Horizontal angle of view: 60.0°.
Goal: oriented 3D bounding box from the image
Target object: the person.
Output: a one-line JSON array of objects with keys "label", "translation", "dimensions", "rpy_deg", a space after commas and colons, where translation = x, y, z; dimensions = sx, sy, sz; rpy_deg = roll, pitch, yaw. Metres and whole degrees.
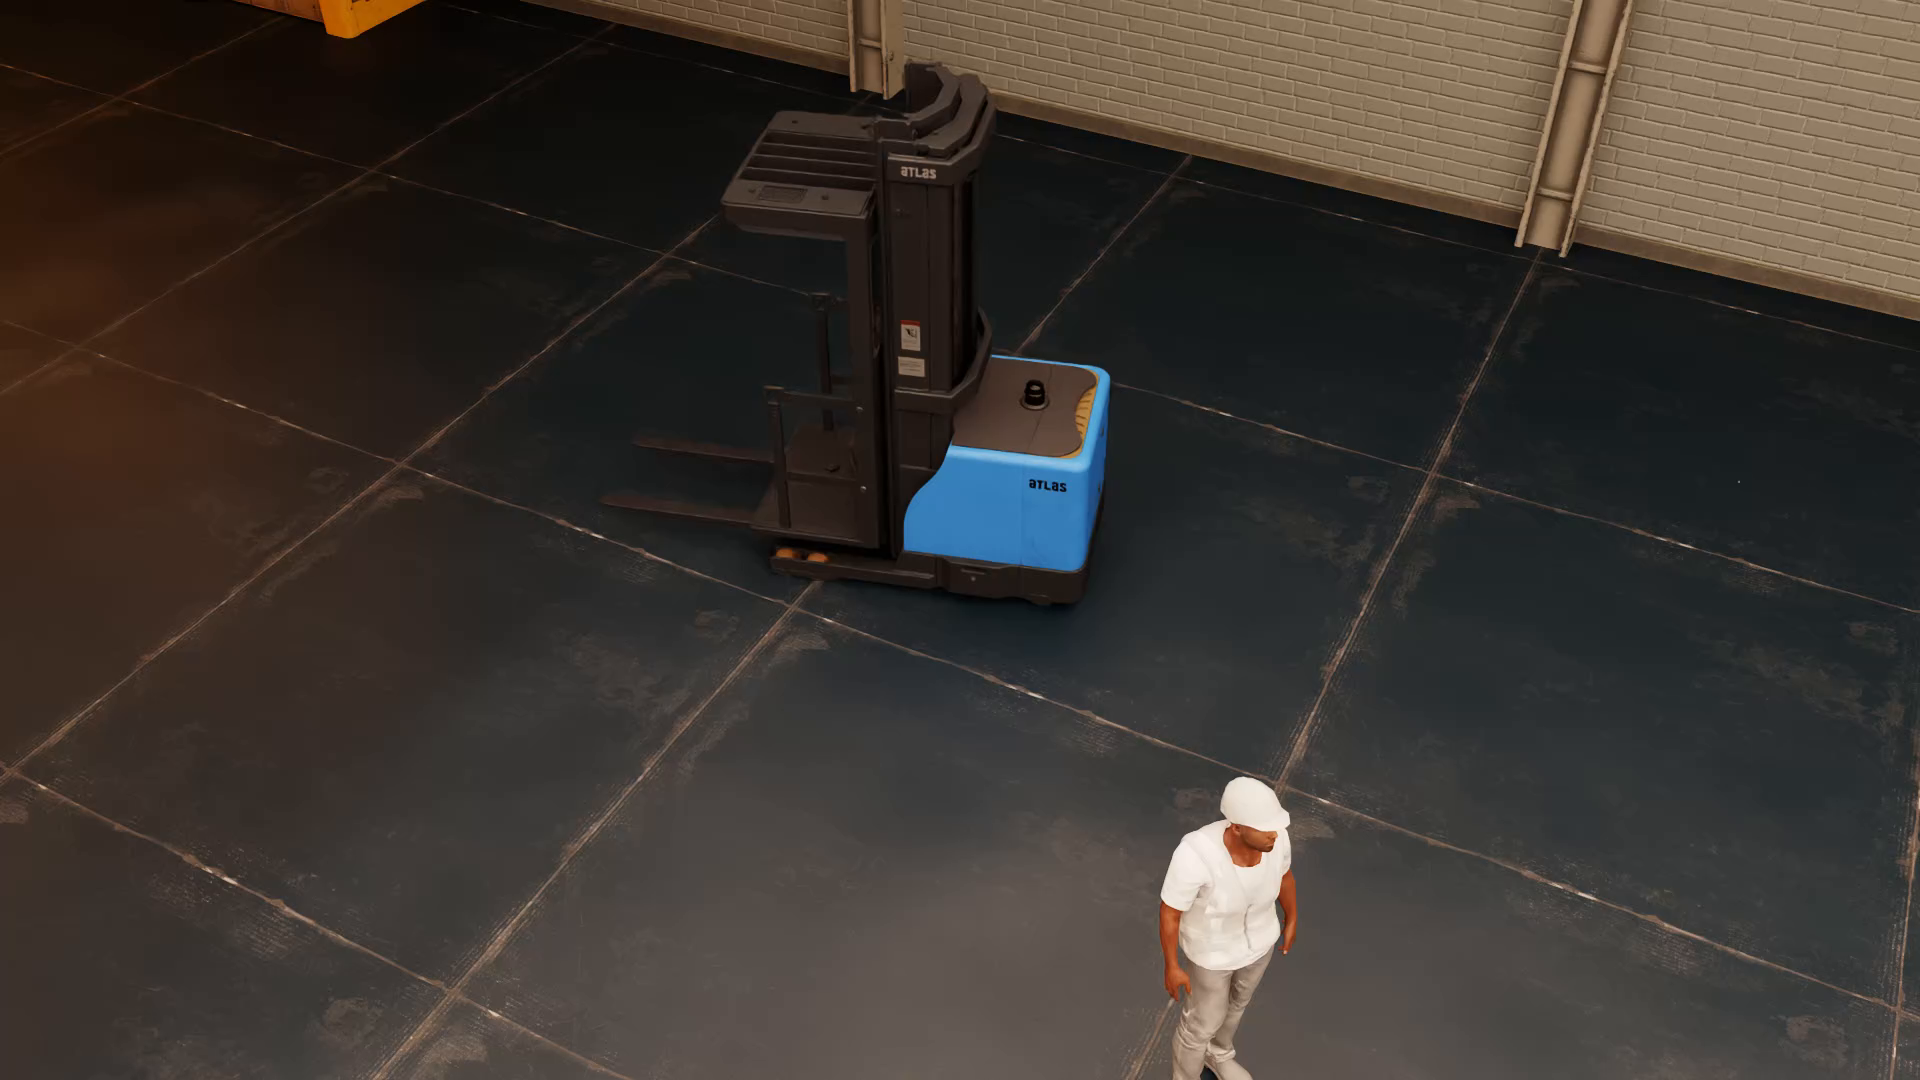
[{"label": "person", "translation": [1.111, 1.639, 6.888], "dimensions": [0.665, 1.707, 0.419], "rpy_deg": [-19, 44, -21]}]

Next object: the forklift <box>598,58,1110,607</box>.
[{"label": "forklift", "translation": [-0.671, -1.204, 9.417], "dimensions": [3.031, 2.935, 1.130], "rpy_deg": [7, 41, 9]}]
